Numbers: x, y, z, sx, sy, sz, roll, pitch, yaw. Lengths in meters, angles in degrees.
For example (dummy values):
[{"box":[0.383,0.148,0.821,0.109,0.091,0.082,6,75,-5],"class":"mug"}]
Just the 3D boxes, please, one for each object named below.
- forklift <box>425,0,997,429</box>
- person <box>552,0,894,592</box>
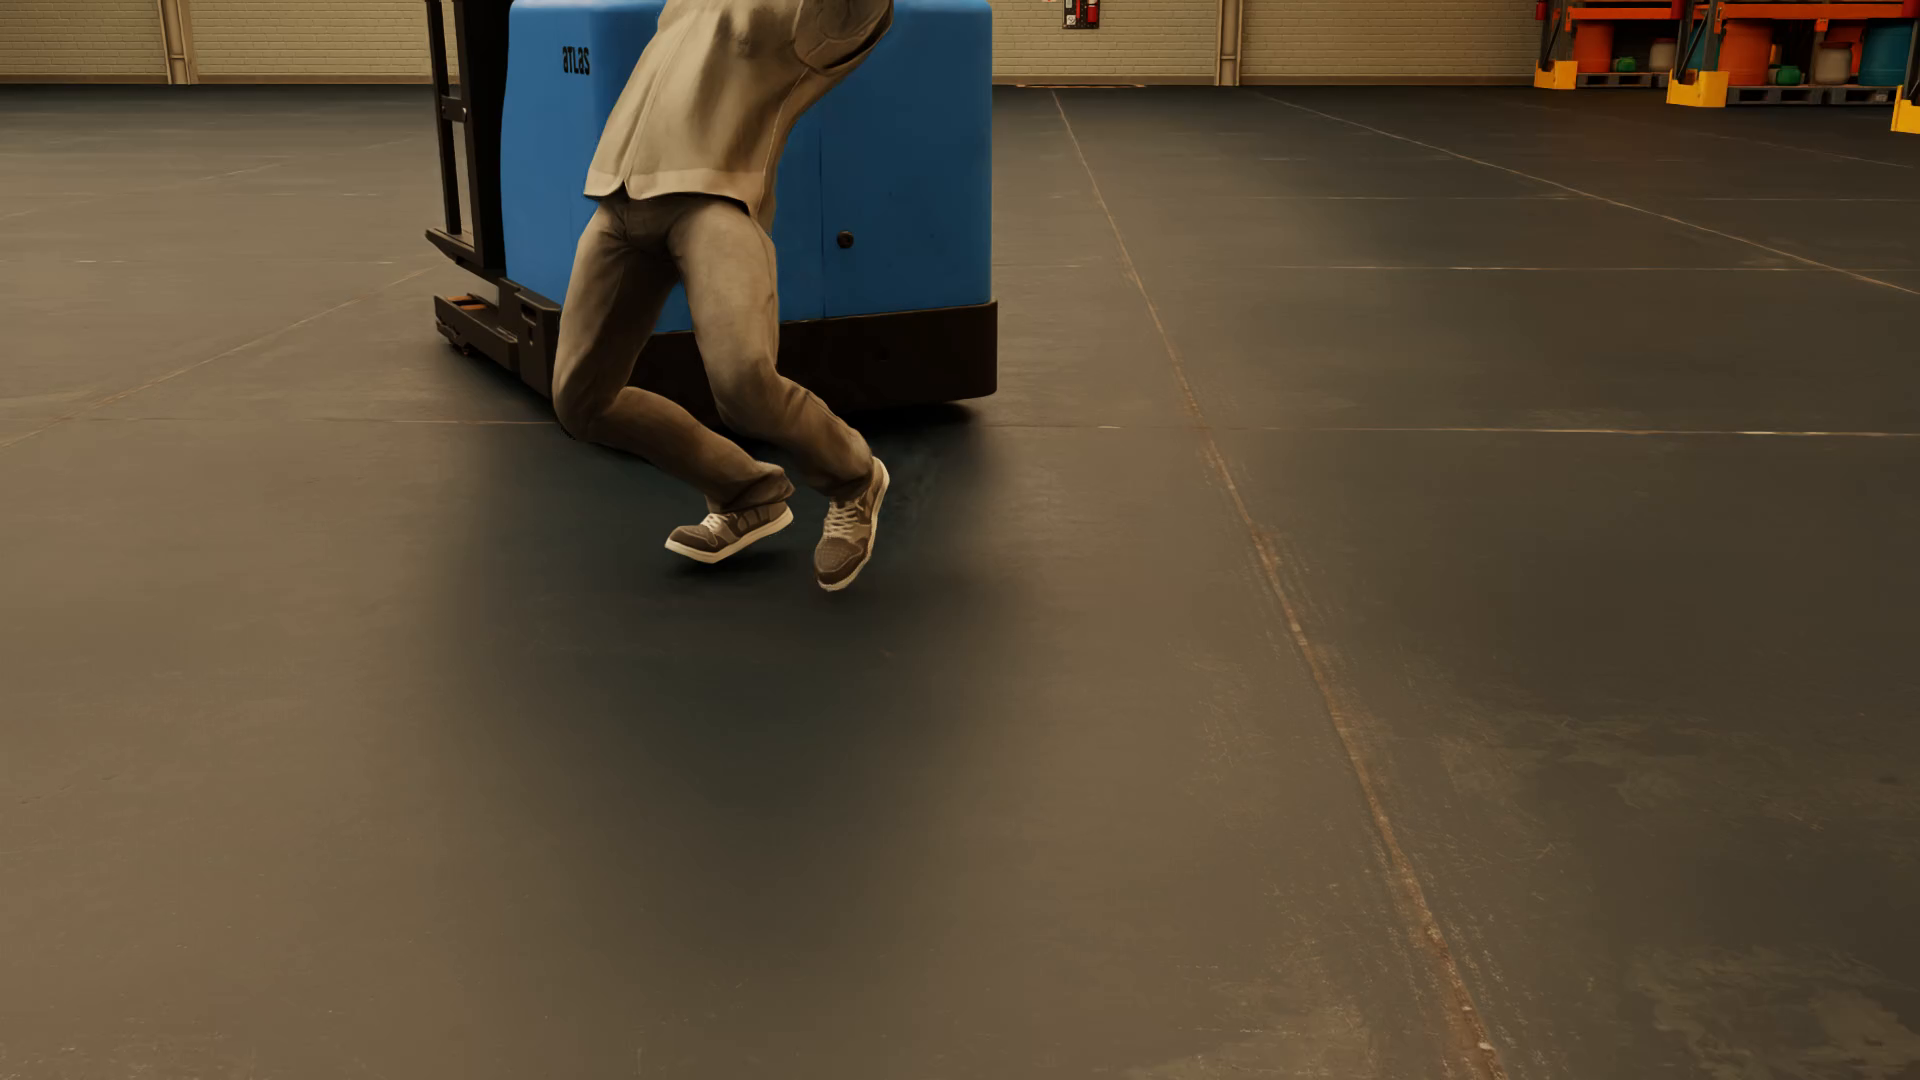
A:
[{"box":[-1.051,-2.034,4.980,1.130,2.935,3.031,-9,19,-27],"class":"forklift"},{"box":[-0.407,-0.668,2.951,0.844,1.506,0.632,13,22,37],"class":"person"}]
